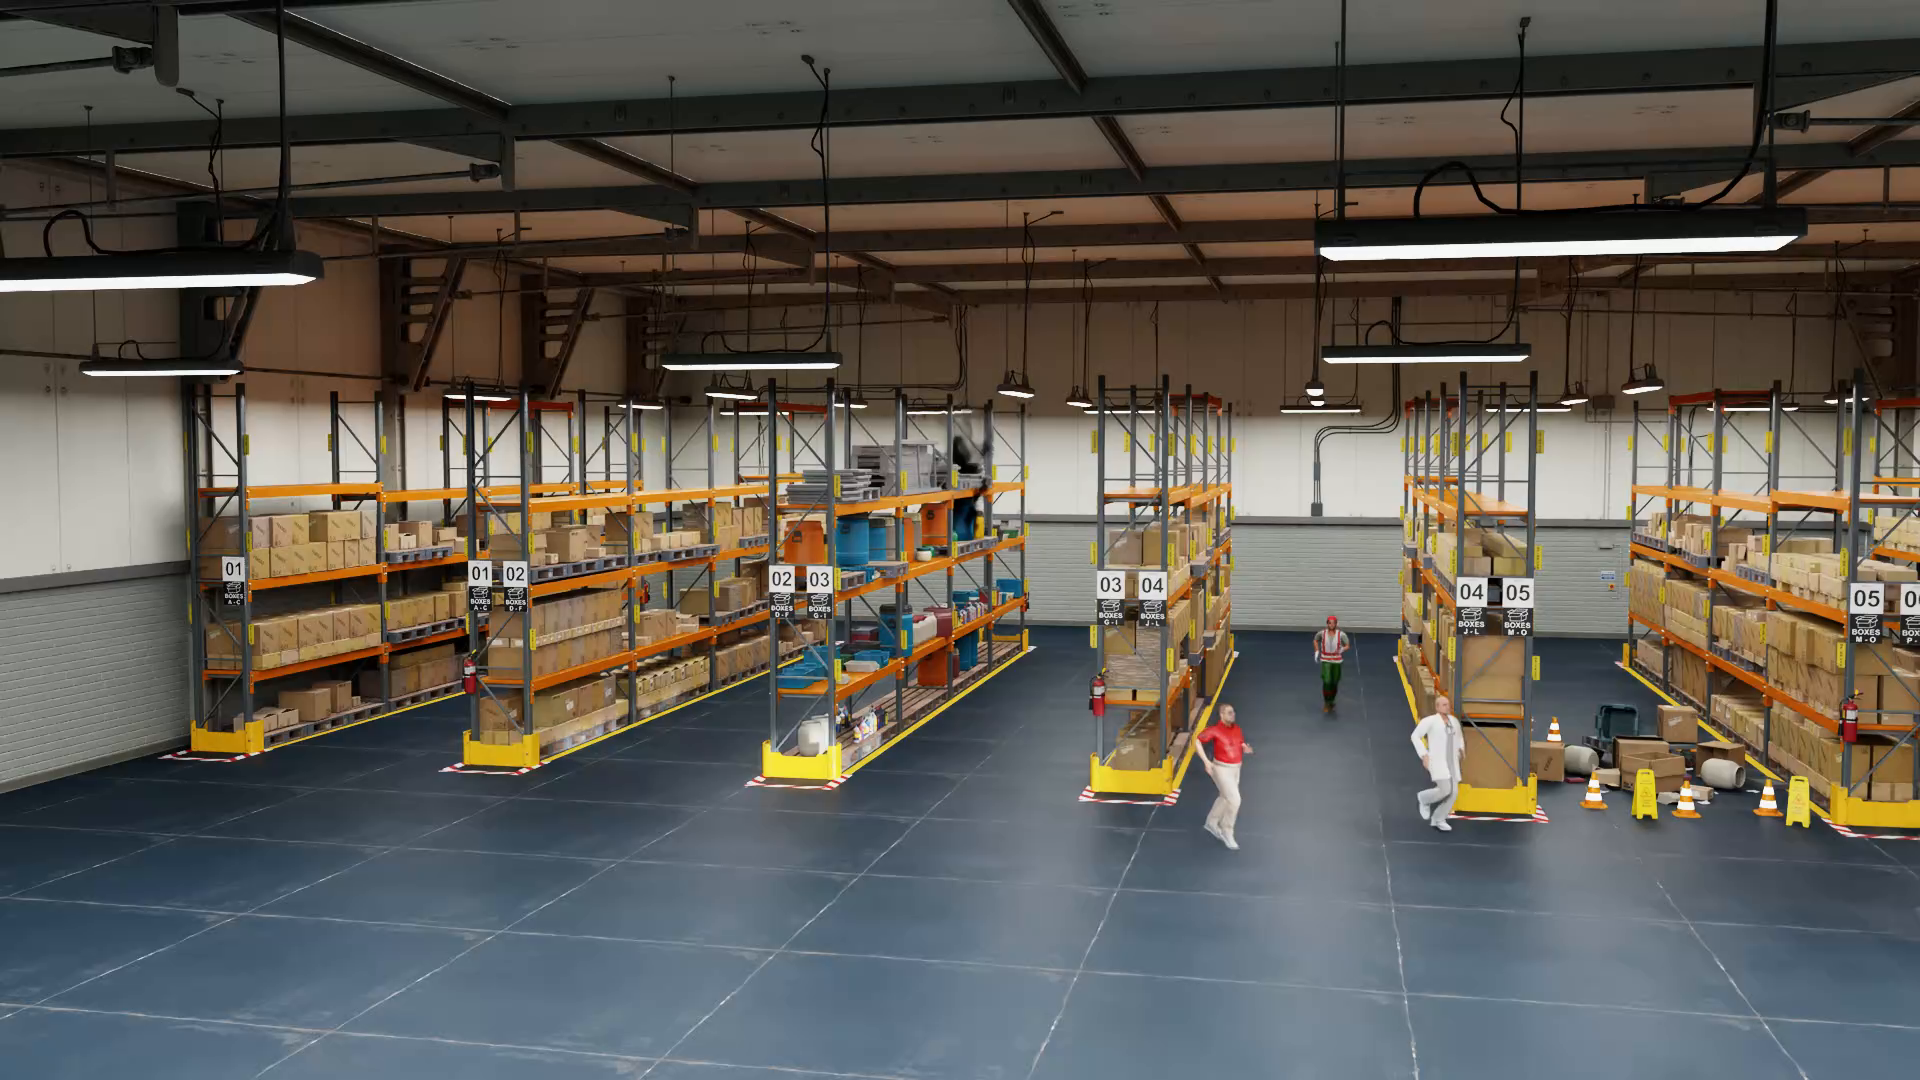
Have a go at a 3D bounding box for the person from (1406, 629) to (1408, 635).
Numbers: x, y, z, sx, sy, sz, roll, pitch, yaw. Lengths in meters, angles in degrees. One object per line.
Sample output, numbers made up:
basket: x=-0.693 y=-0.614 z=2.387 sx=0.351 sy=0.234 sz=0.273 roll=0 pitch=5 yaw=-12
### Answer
person: x=10.790 y=1.937 z=39.446 sx=0.509 sy=1.635 sz=0.663 roll=0 pitch=3 yaw=3

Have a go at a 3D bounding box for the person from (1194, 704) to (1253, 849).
person: x=3.342 y=2.961 z=20.864 sx=0.633 sy=1.798 sz=0.776 roll=-3 pitch=5 yaw=-45

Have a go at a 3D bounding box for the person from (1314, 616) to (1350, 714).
person: x=6.987 y=2.334 z=31.221 sx=0.639 sy=1.845 sz=0.783 roll=0 pitch=3 yaw=7

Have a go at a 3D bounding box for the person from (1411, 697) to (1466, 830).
person: x=6.285 y=2.906 z=21.652 sx=0.717 sy=1.733 sz=0.637 roll=-1 pitch=4 yaw=-21
